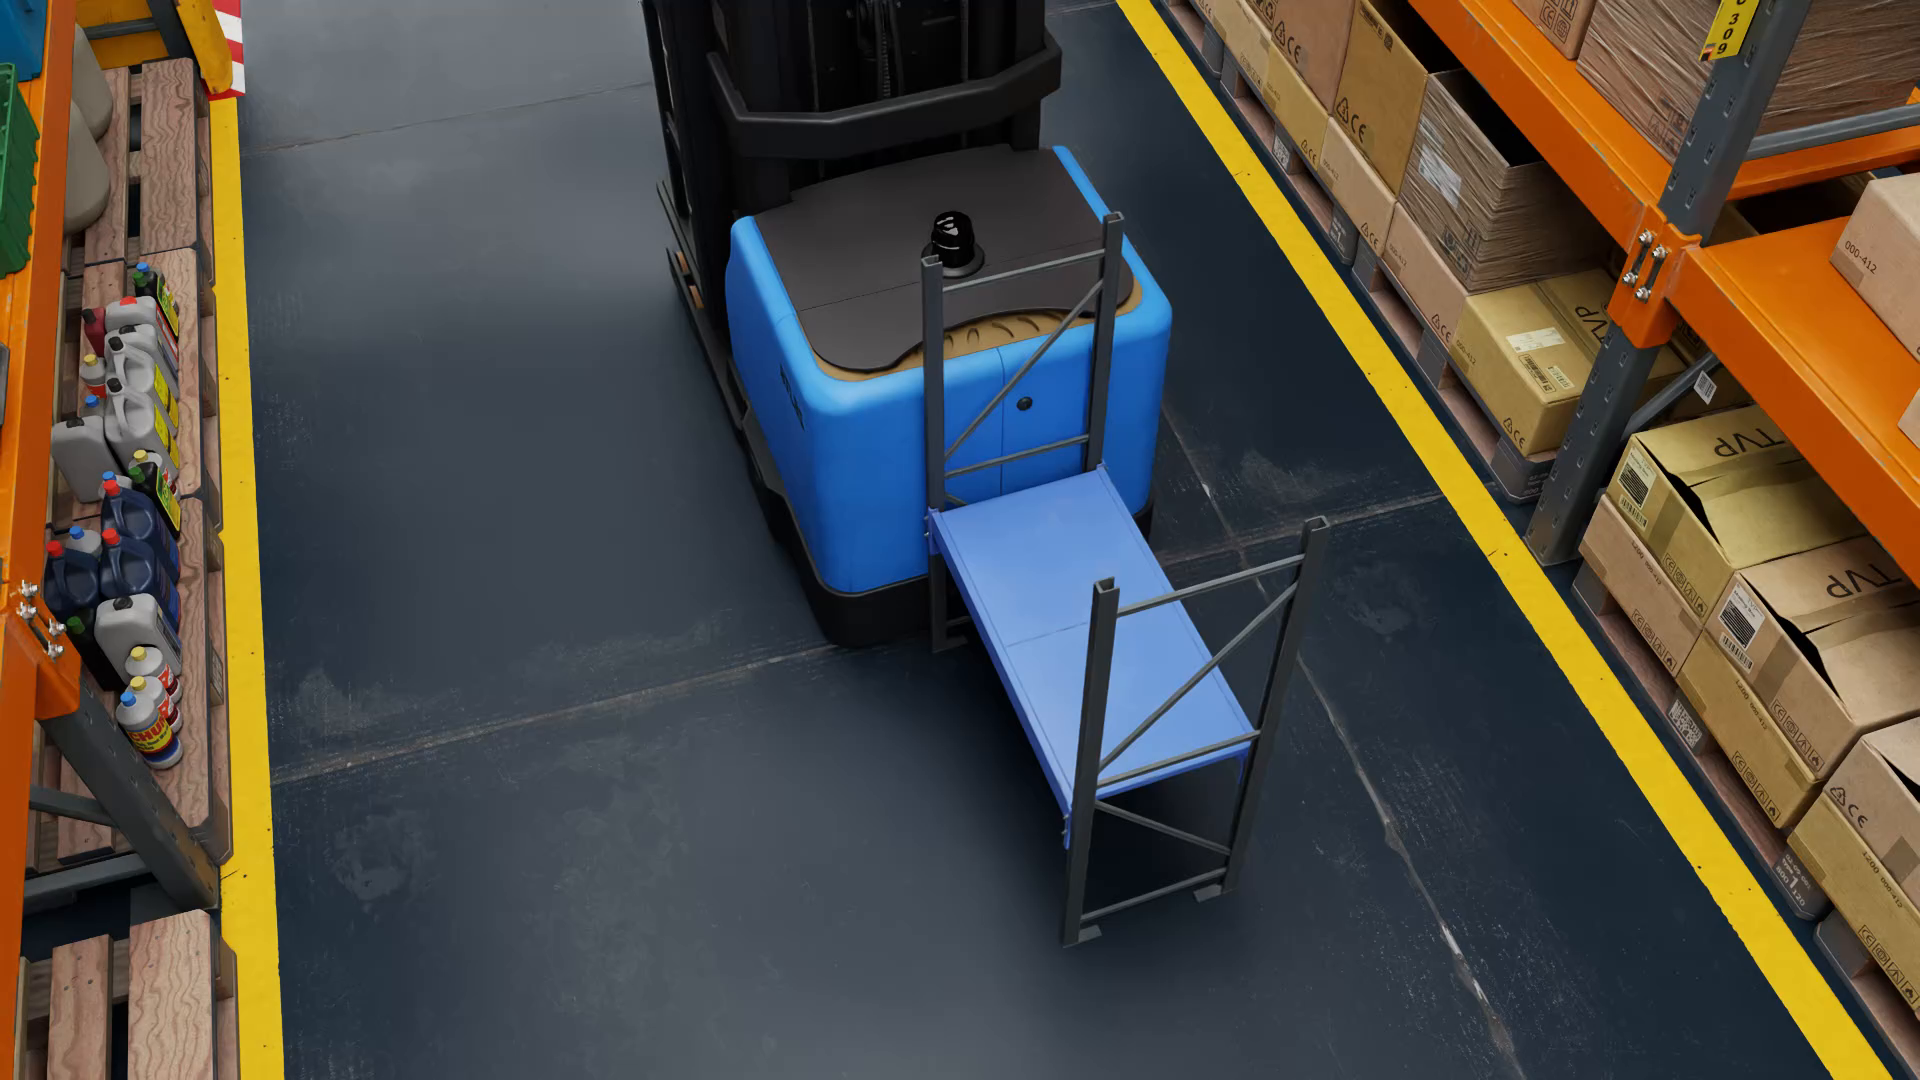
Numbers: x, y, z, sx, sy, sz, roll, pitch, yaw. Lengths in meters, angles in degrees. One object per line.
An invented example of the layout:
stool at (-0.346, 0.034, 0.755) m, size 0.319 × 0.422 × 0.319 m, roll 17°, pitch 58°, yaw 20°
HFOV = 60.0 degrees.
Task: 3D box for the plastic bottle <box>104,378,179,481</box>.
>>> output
plastic bottle at (-2.488, -0.336, 5.016) m, size 0.144 × 0.351 × 0.185 m, roll -14°, pitch 51°, yaw -11°

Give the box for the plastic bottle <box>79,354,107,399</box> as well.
plastic bottle at (-2.710, -0.502, 5.254) m, size 0.097 × 0.201 × 0.097 m, roll 0°, pitch 50°, yaw 0°

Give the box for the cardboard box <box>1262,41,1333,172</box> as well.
cardboard box at (1.474, -1.666, 6.217) m, size 0.500 × 0.250 × 0.500 m, roll -13°, pitch 51°, yaw -11°

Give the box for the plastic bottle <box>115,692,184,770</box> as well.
plastic bottle at (-2.140, 0.489, 4.372) m, size 0.097 × 0.271 × 0.097 m, roll 0°, pitch 50°, yaw 0°

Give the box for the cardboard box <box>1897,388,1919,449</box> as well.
cardboard box at (2.335, -0.259, 3.671) m, size 0.380 × 0.149 × 0.250 m, roll -13°, pitch 51°, yaw -11°

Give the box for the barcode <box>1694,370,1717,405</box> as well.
barcode at (1.946, -0.399, 4.343) m, size 0.001 × 0.075 × 0.075 m, roll -13°, pitch 51°, yaw -11°

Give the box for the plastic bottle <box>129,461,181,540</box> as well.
plastic bottle at (-2.371, -0.134, 4.890) m, size 0.061 × 0.283 × 0.133 m, roll -11°, pitch 51°, yaw -9°

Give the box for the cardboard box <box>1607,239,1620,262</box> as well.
cardboard box at (2.275, -1.297, 5.415) m, size 0.500 × 0.500 × 0.500 m, roll -13°, pitch 51°, yaw -11°

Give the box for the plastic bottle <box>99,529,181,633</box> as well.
plastic bottle at (-2.307, 0.112, 4.638) m, size 0.144 × 0.351 × 0.185 m, roll -12°, pitch 51°, yaw -10°

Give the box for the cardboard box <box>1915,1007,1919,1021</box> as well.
cardboard box at (2.606, 1.191, 3.808) m, size 0.500 × 0.250 × 0.500 m, roll -12°, pitch 51°, yaw -10°

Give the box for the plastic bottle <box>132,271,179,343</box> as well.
plastic bottle at (-2.633, -0.781, 5.435) m, size 0.061 × 0.283 × 0.133 m, roll -12°, pitch 51°, yaw -10°

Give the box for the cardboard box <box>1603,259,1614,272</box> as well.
cardboard box at (2.278, -1.056, 5.702) m, size 0.500 × 0.250 × 0.500 m, roll -13°, pitch 51°, yaw -11°

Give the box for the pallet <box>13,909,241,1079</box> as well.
pallet at (-2.195, 1.547, 3.808) m, size 1.003 × 0.211 × 1.213 m, roll -13°, pitch 51°, yaw -11°

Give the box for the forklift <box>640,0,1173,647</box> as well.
forklift at (-0.402, -1.785, 4.838) m, size 1.130 × 2.935 × 3.031 m, roll -16°, pitch 52°, yaw -13°

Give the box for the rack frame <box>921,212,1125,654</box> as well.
rack frame at (0.150, -0.220, 4.455) m, size 0.500 × 1.500 × 0.032 m, roll -16°, pitch 52°, yaw -13°

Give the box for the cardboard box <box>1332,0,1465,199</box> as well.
cardboard box at (1.634, -1.546, 5.625) m, size 0.500 × 0.500 × 0.500 m, roll -13°, pitch 51°, yaw -11°

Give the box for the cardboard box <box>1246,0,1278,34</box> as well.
cardboard box at (1.342, -2.277, 6.241) m, size 0.500 × 0.500 × 0.500 m, roll -13°, pitch 51°, yaw -11°

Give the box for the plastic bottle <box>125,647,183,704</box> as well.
plastic bottle at (-2.200, 0.363, 4.524) m, size 0.097 × 0.201 × 0.097 m, roll 0°, pitch 50°, yaw 0°

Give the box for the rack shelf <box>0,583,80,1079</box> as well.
rack shelf at (-1.873, 1.776, 2.261) m, size 1.077 × 0.370 × 4.000 m, roll -13°, pitch 51°, yaw -11°

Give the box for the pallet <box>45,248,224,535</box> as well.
pallet at (-2.988, -0.410, 5.458) m, size 1.003 × 0.211 × 1.213 m, roll -13°, pitch 51°, yaw -11°

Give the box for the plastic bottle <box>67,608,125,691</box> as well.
plastic bottle at (-2.363, 0.280, 4.541) m, size 0.061 × 0.283 × 0.133 m, roll -13°, pitch 51°, yaw -11°

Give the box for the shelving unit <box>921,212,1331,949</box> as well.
shelving unit at (0.324, 0.145, 4.147) m, size 0.538 × 1.500 × 1.048 m, roll -16°, pitch 52°, yaw -13°

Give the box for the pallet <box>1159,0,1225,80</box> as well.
pallet at (1.352, -2.507, 7.226) m, size 1.003 × 0.211 × 1.213 m, roll -13°, pitch 51°, yaw -11°

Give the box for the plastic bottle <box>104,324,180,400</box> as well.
plastic bottle at (-2.596, -0.568, 5.261) m, size 0.152 × 0.276 × 0.135 m, roll -15°, pitch 51°, yaw -12°

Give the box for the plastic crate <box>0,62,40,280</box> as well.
plastic crate at (-2.596, -0.903, 4.188) m, size 0.450 × 0.188 × 0.662 m, roll -13°, pitch 51°, yaw -11°

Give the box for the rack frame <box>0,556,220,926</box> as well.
rack frame at (-2.464, 0.084, 3.218) m, size 1.000 × 3.000 × 0.127 m, roll -13°, pitch 51°, yaw -11°

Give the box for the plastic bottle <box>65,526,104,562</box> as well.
plastic bottle at (-2.465, 0.059, 4.735) m, size 0.097 × 0.271 × 0.097 m, roll 0°, pitch 50°, yaw 0°

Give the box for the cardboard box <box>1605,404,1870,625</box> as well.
cardboard box at (2.153, -0.105, 4.534) m, size 0.500 × 0.311 × 0.500 m, roll -13°, pitch 51°, yaw -11°

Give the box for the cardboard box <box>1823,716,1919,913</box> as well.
cardboard box at (2.450, 0.639, 3.906) m, size 0.500 × 0.311 × 0.500 m, roll -15°, pitch 51°, yaw -12°

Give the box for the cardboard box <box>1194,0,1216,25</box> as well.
cardboard box at (1.183, -2.398, 6.833) m, size 0.500 × 0.250 × 0.500 m, roll -13°, pitch 51°, yaw -11°

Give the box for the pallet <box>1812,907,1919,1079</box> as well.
pallet at (2.888, 1.287, 4.027) m, size 1.003 × 0.211 × 1.213 m, roll -13°, pitch 51°, yaw -11°

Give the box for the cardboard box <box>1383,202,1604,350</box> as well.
cardboard box at (1.784, -0.939, 5.604) m, size 0.500 × 0.250 × 0.500 m, roll -13°, pitch 51°, yaw -11°

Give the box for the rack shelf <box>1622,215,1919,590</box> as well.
rack shelf at (2.860, 0.659, 3.203) m, size 1.077 × 0.370 × 4.000 m, roll -13°, pitch 51°, yaw -11°

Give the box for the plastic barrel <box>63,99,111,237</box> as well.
plastic barrel at (-3.231, -1.342, 5.772) m, size 0.421 × 0.512 × 0.421 m, roll 0°, pitch 50°, yaw 0°

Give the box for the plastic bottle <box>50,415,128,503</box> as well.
plastic bottle at (-2.622, -0.260, 5.001) m, size 0.152 × 0.276 × 0.135 m, roll -13°, pitch 51°, yaw -11°

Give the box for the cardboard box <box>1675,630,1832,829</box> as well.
cardboard box at (2.301, 0.442, 4.440) m, size 0.500 × 0.250 × 0.500 m, roll -12°, pitch 51°, yaw -10°

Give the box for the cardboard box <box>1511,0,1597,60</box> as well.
cardboard box at (1.969, -1.772, 4.717) m, size 0.700 × 0.500 × 0.500 m, roll -14°, pitch 51°, yaw -11°

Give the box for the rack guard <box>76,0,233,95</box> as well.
rack guard at (-3.580, -1.987, 6.598) m, size 1.175 × 0.500 × 0.348 m, roll -13°, pitch 51°, yaw -11°

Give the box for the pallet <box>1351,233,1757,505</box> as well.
pallet at (2.073, -0.725, 5.723) m, size 1.003 × 0.211 × 1.213 m, roll -13°, pitch 51°, yaw -11°
